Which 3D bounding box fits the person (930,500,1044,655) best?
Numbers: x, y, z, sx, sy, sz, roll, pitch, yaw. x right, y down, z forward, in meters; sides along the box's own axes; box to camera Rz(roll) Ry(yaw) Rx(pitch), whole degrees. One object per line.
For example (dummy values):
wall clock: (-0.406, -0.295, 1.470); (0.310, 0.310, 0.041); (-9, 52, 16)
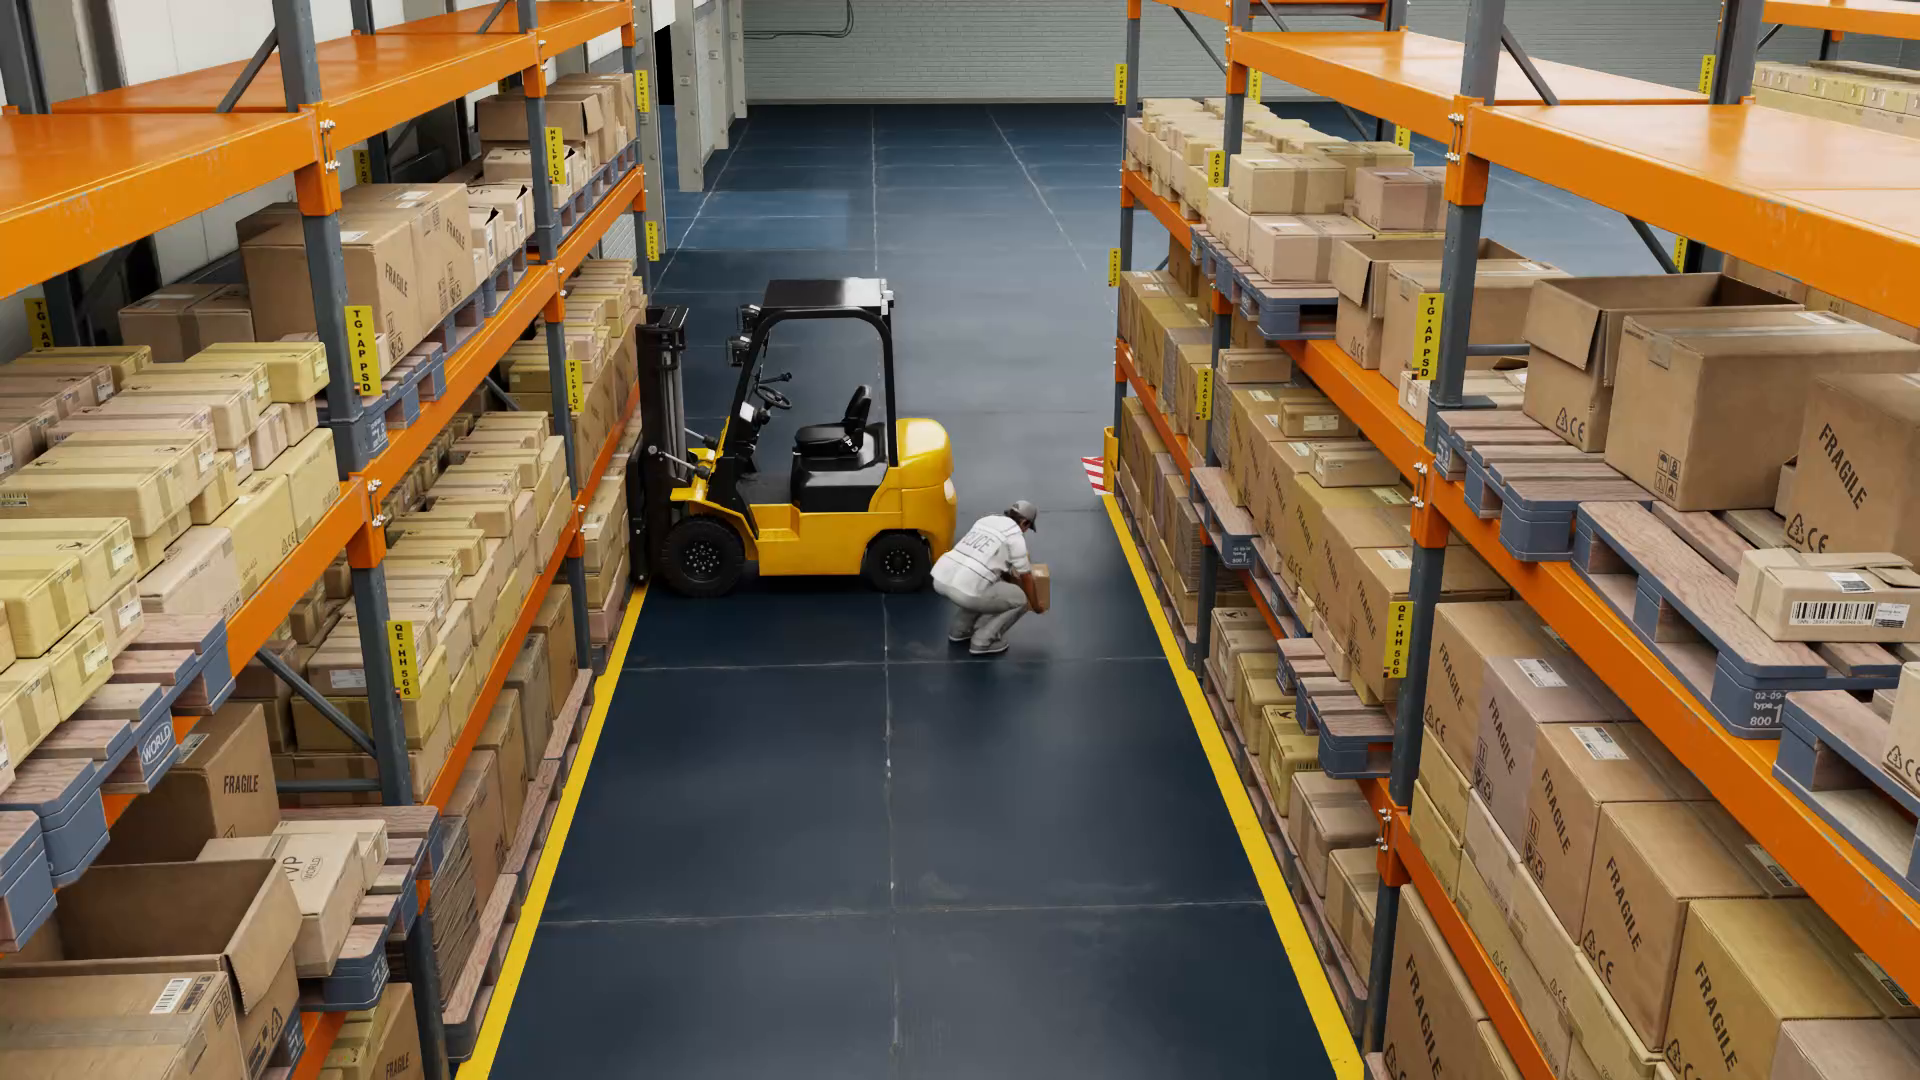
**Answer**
person: (0.207, 0.250, 11.424); (0.851, 0.961, 0.527); (-13, 24, -30)
